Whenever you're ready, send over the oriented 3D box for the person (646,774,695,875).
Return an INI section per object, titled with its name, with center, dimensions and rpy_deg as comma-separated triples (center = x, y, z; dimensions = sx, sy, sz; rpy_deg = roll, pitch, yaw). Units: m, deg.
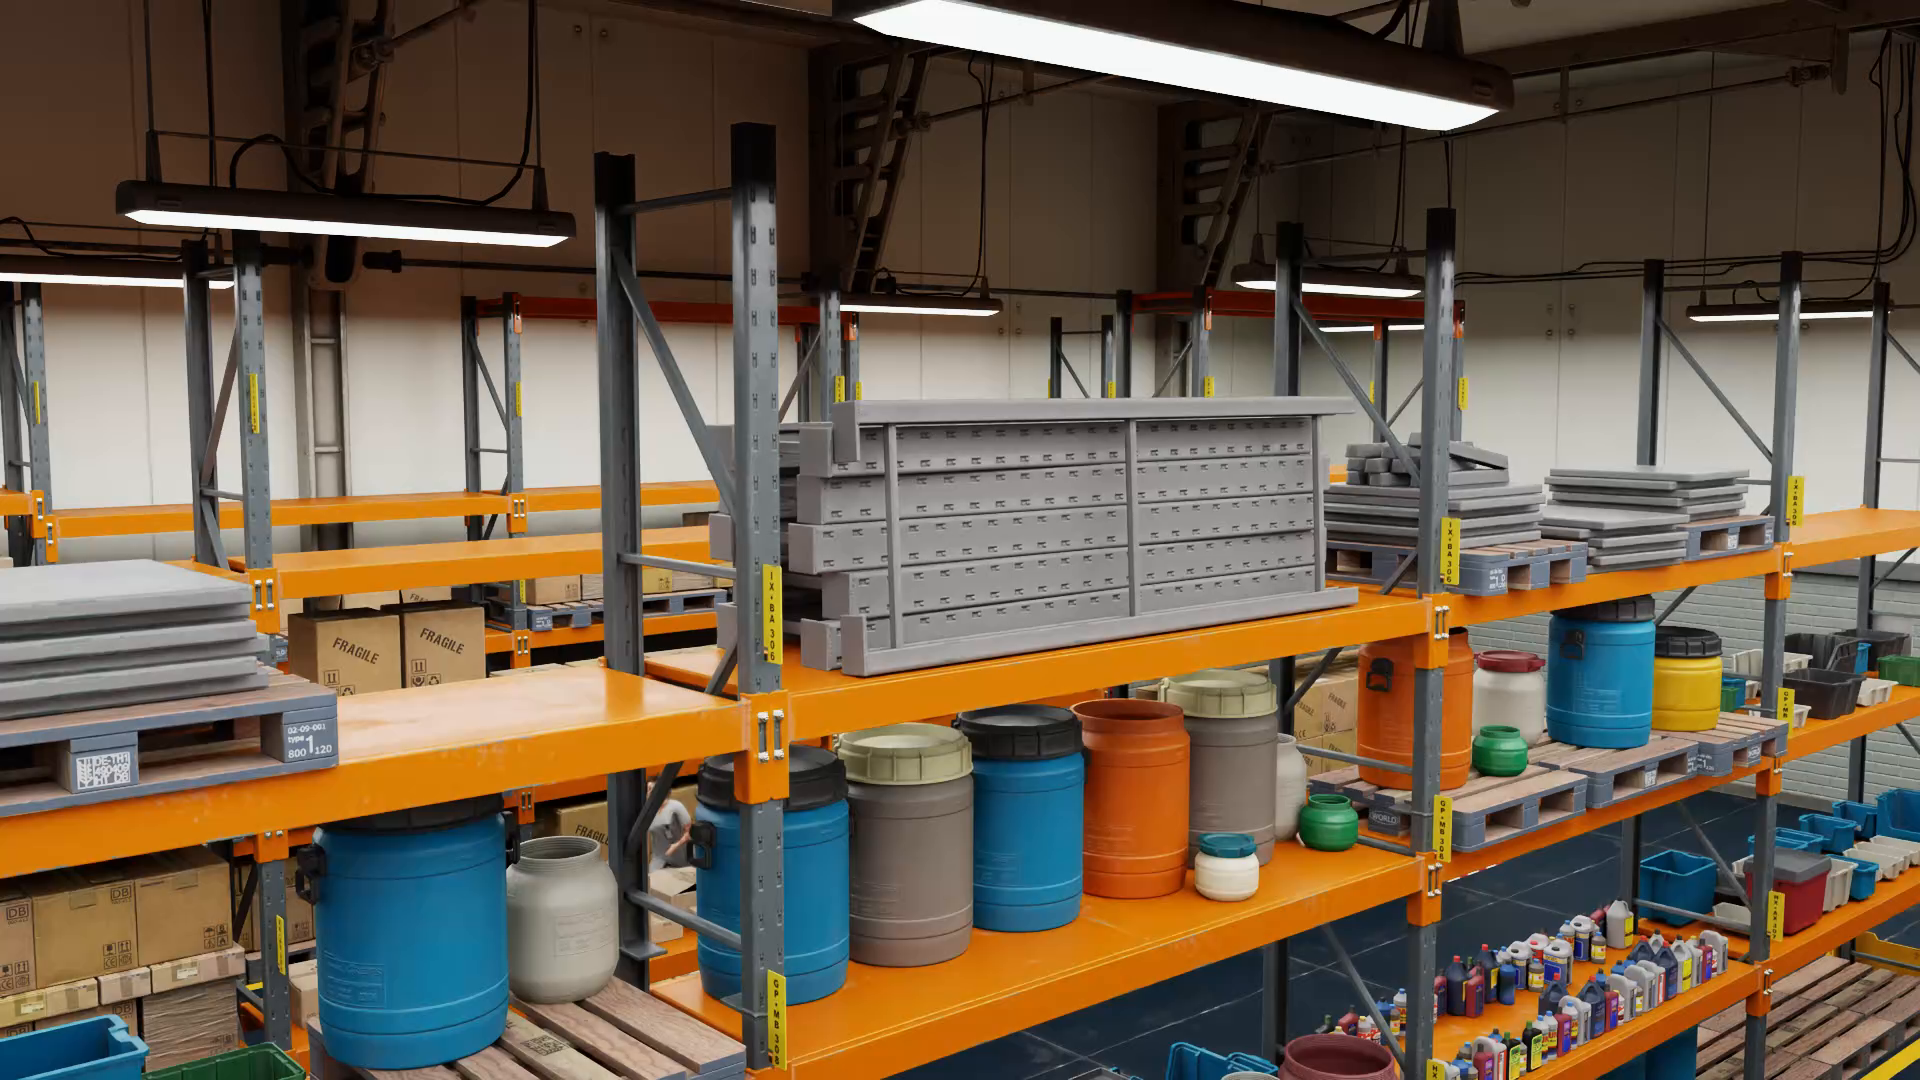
[person]
center = -2.668, 2.940, 15.328
dimensions = 0.621, 1.603, 0.750
rpy_deg = 0, 5, 4
